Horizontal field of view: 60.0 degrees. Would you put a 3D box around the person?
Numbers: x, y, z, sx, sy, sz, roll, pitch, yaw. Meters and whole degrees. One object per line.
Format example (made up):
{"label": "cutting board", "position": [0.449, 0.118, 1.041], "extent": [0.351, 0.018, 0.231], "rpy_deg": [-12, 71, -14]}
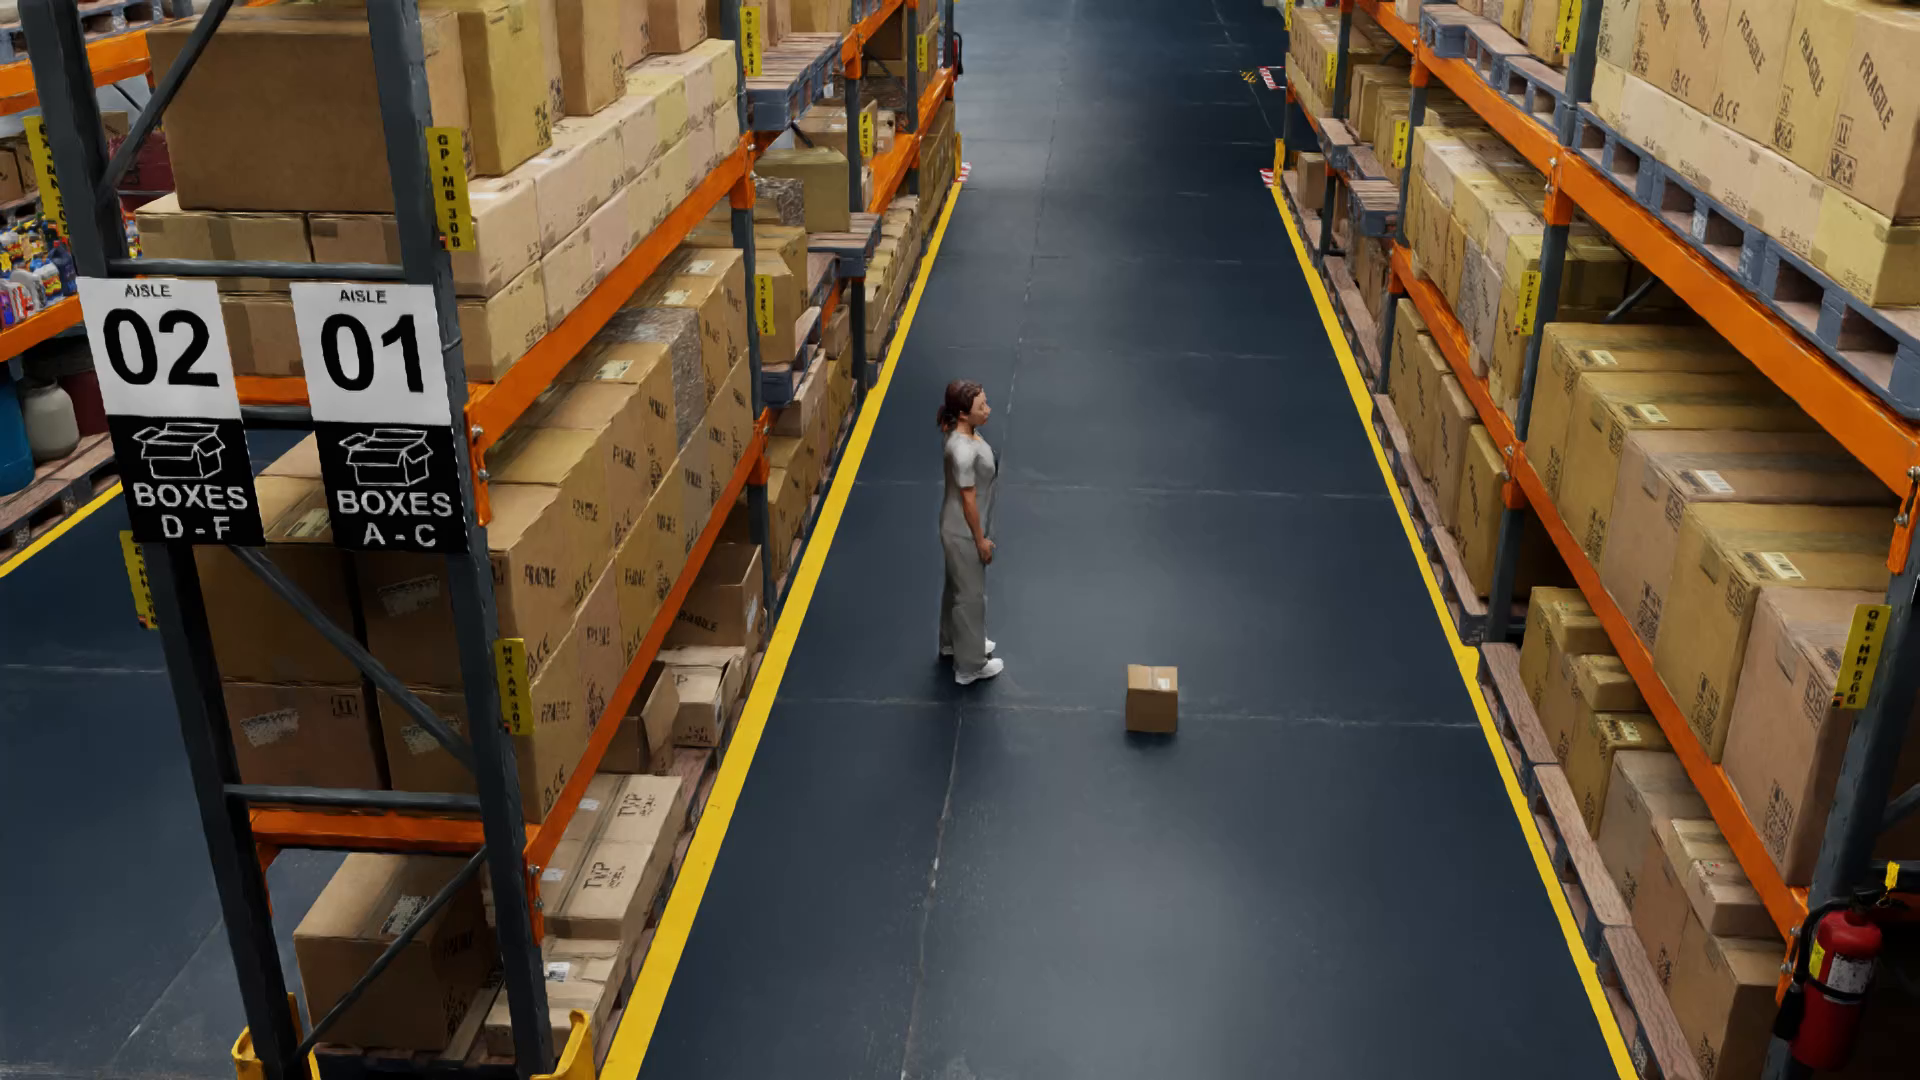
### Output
{"label": "person", "position": [0.049, -0.063, 8.718], "extent": [0.370, 1.669, 0.478], "rpy_deg": [-1, 25, -1]}
